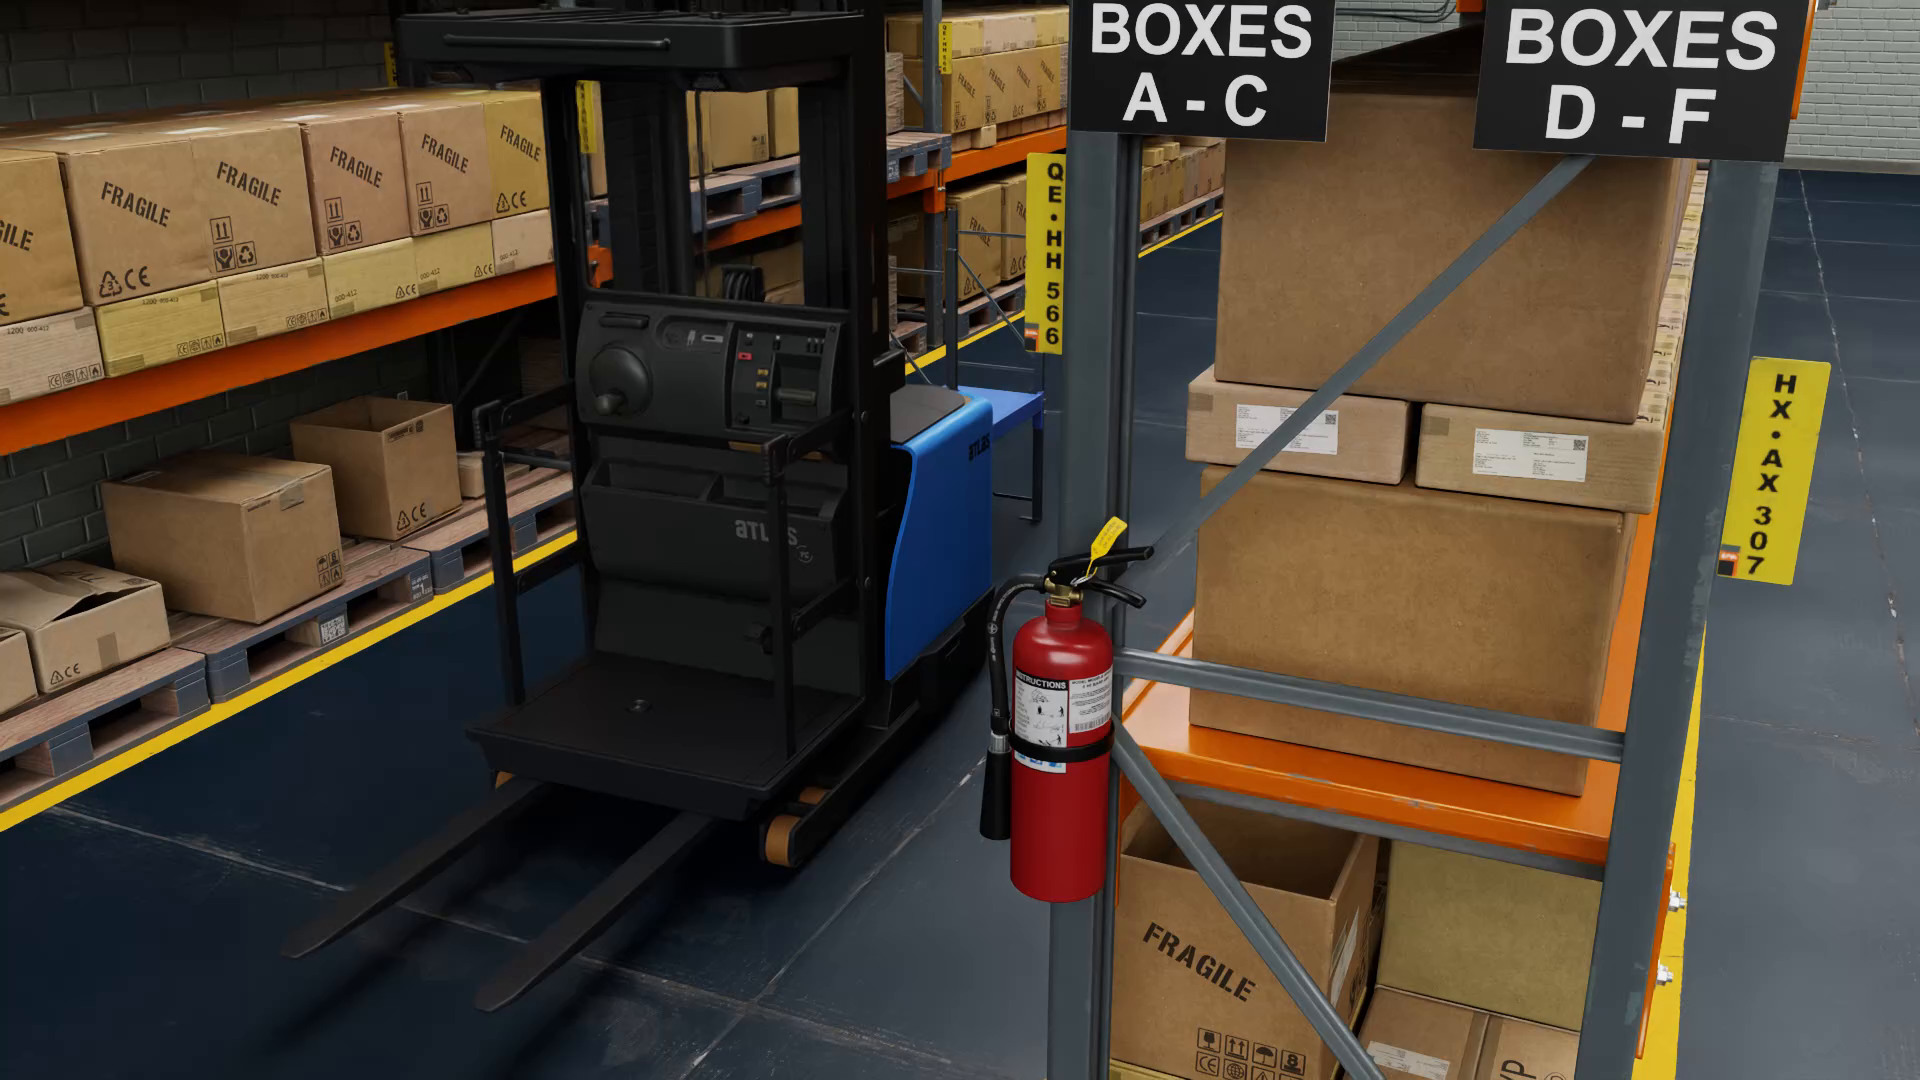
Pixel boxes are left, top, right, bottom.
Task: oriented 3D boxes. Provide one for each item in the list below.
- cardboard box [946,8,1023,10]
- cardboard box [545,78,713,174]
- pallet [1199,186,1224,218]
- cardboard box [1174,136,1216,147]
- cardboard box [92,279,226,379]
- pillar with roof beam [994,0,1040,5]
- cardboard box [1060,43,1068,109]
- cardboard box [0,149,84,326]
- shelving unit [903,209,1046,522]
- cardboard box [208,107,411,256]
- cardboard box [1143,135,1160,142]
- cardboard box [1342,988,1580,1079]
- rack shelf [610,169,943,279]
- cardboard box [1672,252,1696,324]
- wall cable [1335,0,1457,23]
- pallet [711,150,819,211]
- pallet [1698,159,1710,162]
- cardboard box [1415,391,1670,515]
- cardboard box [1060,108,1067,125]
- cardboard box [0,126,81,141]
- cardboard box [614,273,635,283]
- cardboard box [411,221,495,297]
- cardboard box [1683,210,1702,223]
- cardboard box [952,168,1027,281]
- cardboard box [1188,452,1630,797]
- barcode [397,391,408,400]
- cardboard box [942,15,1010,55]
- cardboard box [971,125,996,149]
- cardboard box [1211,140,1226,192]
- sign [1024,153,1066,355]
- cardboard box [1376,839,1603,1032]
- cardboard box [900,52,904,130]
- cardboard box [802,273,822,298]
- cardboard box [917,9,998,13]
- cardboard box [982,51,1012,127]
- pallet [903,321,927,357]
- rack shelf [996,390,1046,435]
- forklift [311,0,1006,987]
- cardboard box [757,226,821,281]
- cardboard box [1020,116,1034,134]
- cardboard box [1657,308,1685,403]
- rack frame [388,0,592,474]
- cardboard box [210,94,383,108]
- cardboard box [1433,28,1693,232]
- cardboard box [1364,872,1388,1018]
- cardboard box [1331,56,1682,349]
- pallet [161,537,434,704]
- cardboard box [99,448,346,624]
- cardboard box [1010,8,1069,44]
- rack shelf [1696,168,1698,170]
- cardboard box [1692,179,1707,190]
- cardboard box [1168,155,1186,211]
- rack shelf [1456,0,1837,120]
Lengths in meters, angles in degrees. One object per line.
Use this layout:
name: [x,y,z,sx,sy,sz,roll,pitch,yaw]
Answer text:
cardboard box: [0.202,-4.206,13.575,0.500,0.250,0.500,8,21,21]
cardboard box: [-1.764,-2.205,8.886,0.700,0.500,0.500,11,22,28]
pallet: [2.419,-3.729,18.139,1.003,0.211,1.213,9,21,23]
cardboard box: [2.489,-4.253,17.588,0.380,0.149,0.250,9,22,24]
cardboard box: [-2.974,-0.767,5.842,0.500,0.250,0.500,8,21,22]
pillar with roof beam: [4.462,-6.644,13.220,9.100,9.000,0.400,9,21,23]
cardboard box: [0.665,-3.786,13.516,0.500,0.500,0.500,9,21,23]
cardboard box: [-3.196,-0.953,5.248,0.500,0.500,0.500,9,21,23]
shelving unit: [-0.035,-0.681,7.644,0.538,1.500,1.048,9,21,23]
cardboard box: [-2.566,-1.429,6.585,0.500,0.500,0.500,8,21,21]
cardboard box: [1.831,-4.074,17.083,0.380,0.149,0.250,9,21,23]
cardboard box: [1.066,1.236,3.494,0.500,0.250,0.500,9,21,23]
rack shelf: [-1.420,-1.902,9.914,1.077,0.370,4.000,9,21,23]
cardboard box: [1.631,-0.641,4.178,0.380,0.149,0.250,9,21,23]
wall cable: [5.317,-8.341,22.628,3.097,2.526,0.112,9,21,23]
pallet: [-1.374,-2.151,9.828,1.003,0.211,1.213,9,21,23]
pallet: [4.133,-2.300,10.247,1.213,0.211,1.003,9,21,23]
cardboard box: [1.001,-0.171,2.857,0.380,0.149,0.250,8,21,22]
cardboard box: [0.713,-3.516,13.724,0.380,0.149,0.250,9,21,23]
cardboard box: [-3.455,-1.183,5.894,0.500,0.500,0.500,8,21,21]
cardboard box: [-1.776,-1.375,9.313,0.500,0.250,0.500,8,21,22]
cardboard box: [-2.368,-1.231,7.147,0.500,0.250,0.500,9,21,23]
cardboard box: [1.948,-0.880,4.851,0.380,0.149,0.250,8,21,22]
cardboard box: [0.184,-2.511,13.135,0.750,0.750,0.750,8,21,22]
cardboard box: [0.847,0.084,3.108,0.700,0.500,0.500,9,21,23]
barcode: [-2.679,-0.678,7.994,0.001,0.075,0.075,9,21,23]
cardboard box: [0.040,-3.670,12.070,0.500,0.250,0.500,8,21,22]
cardboard box: [0.042,-2.958,12.154,0.380,0.149,0.250,9,22,24]
cardboard box: [2.480,-4.090,18.098,0.700,0.500,0.500,9,21,23]
sign: [0.155,-0.464,2.716,0.100,0.325,0.005,9,21,23]
cardboard box: [1.269,0.730,3.799,0.500,0.500,0.500,9,21,23]
cardboard box: [-0.784,-2.962,11.014,0.700,0.500,0.500,6,20,16]
cardboard box: [-1.165,-1.513,10.821,0.700,0.500,0.500,9,21,23]
cardboard box: [-0.015,-4.047,13.129,0.500,0.250,0.500,8,21,21]
cardboard box: [0.054,-3.321,12.208,0.500,0.500,0.500,9,22,24]
pallet: [-0.922,-1.300,11.309,1.003,0.211,1.213,9,21,23]
rack shelf: [-0.035,-0.511,7.704,0.538,0.185,1.000,9,21,23]
forklift: [-0.841,-0.566,5.187,1.130,2.935,3.031,8,21,21]
cardboard box: [-1.139,-1.842,10.627,0.500,0.250,0.500,9,21,24]
cardboard box: [0.363,-3.283,13.068,0.380,0.149,0.250,9,21,23]
cardboard box: [1.315,-0.405,3.515,0.380,0.149,0.250,8,21,22]
rack frame: [-2.239,-1.630,8.075,1.000,3.000,0.127,9,21,23]
cardboard box: [-2.837,-1.649,7.204,0.500,0.500,0.500,8,21,22]
cardboard box: [1.695,-1.165,4.683,0.700,0.500,0.500,9,21,23]
cardboard box: [0.788,1.010,4.128,0.500,0.250,0.500,9,21,23]
cardboard box: [1.079,-0.705,3.390,0.700,0.500,0.500,8,21,21]
pallet: [-2.980,0.269,6.898,1.003,0.211,1.213,9,21,23]
cardboard box: [-2.932,-0.027,6.643,0.700,0.500,0.500,7,21,19]
cardboard box: [0.652,-4.136,13.381,0.500,0.250,0.500,9,21,24]
rack shelf: [4.739,-2.446,11.444,1.077,0.370,4.000,9,21,23]
cardboard box: [2.263,-1.116,5.513,0.380,0.149,0.250,8,21,22]
cardboard box: [1.858,-3.620,16.774,0.700,0.500,0.500,9,22,24]
rack shelf: [1.463,-1.414,4.065,1.077,0.370,4.000,9,21,23]
